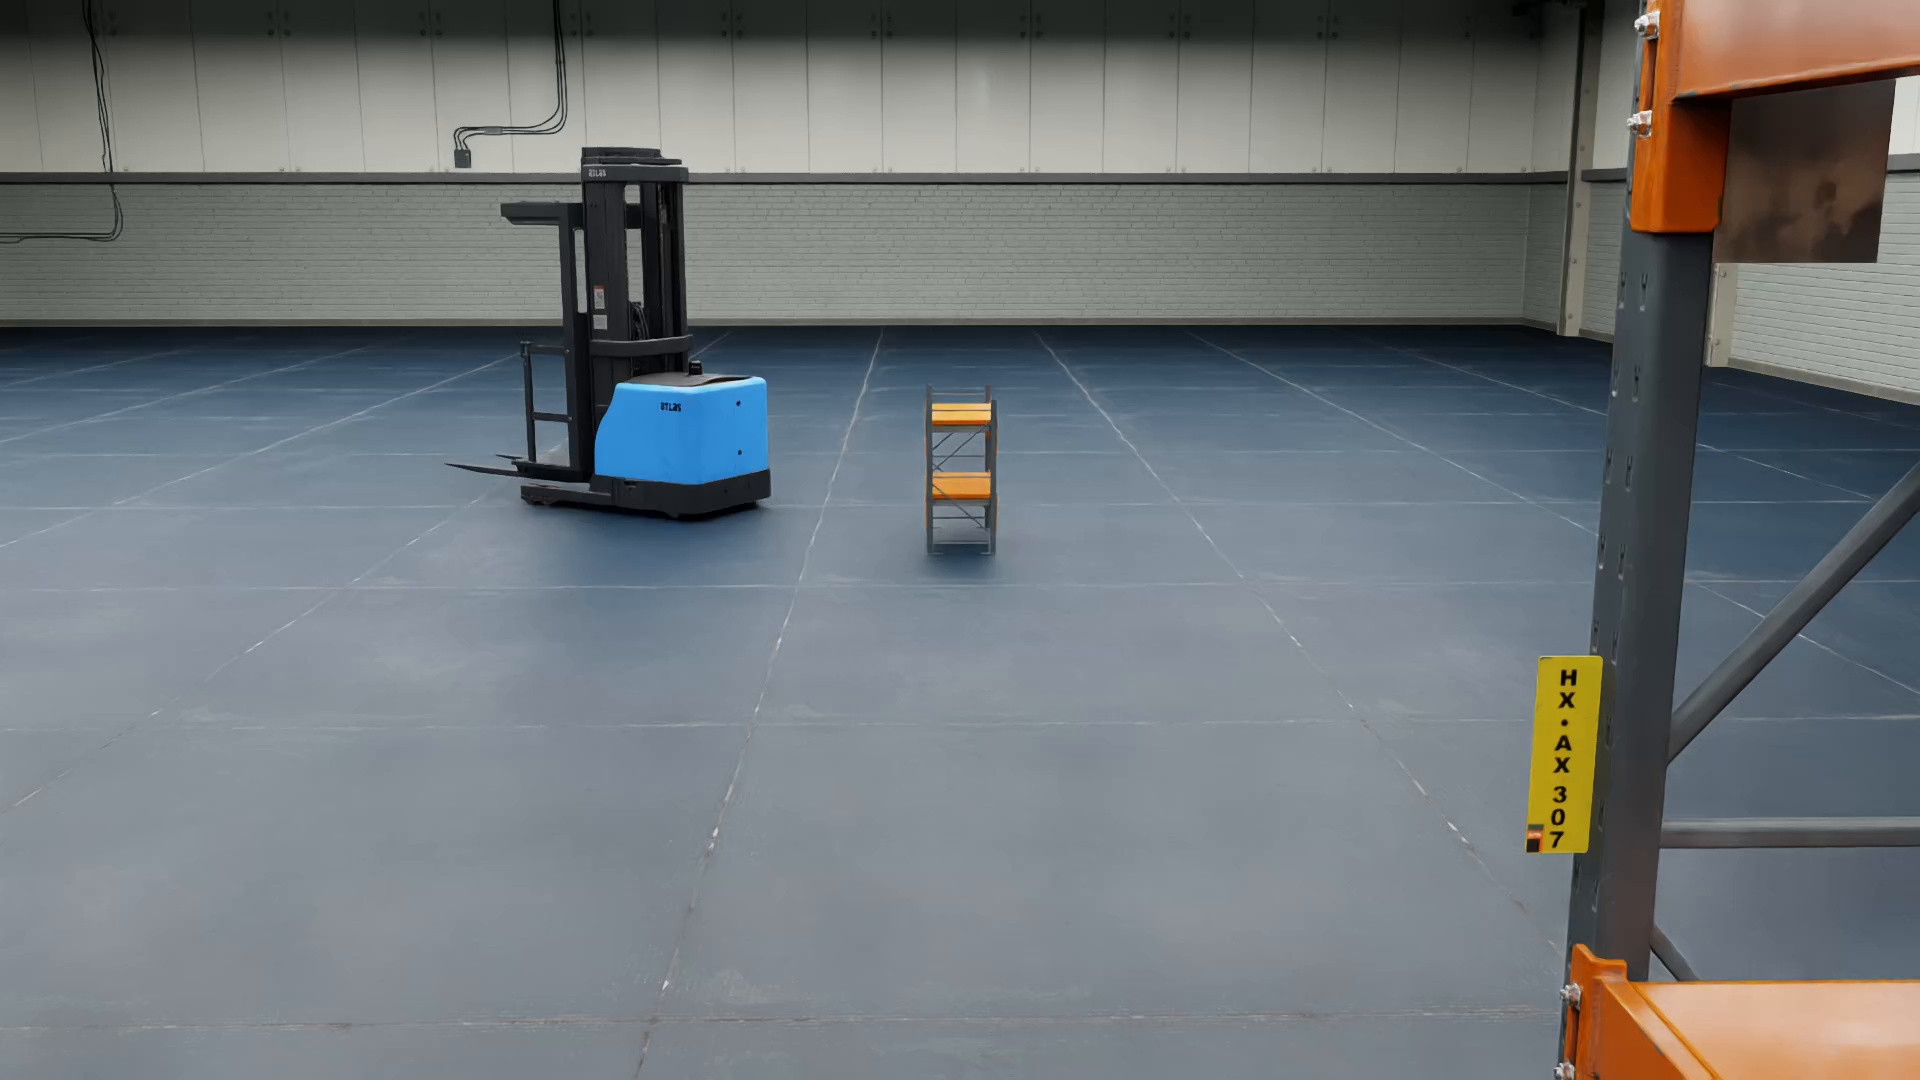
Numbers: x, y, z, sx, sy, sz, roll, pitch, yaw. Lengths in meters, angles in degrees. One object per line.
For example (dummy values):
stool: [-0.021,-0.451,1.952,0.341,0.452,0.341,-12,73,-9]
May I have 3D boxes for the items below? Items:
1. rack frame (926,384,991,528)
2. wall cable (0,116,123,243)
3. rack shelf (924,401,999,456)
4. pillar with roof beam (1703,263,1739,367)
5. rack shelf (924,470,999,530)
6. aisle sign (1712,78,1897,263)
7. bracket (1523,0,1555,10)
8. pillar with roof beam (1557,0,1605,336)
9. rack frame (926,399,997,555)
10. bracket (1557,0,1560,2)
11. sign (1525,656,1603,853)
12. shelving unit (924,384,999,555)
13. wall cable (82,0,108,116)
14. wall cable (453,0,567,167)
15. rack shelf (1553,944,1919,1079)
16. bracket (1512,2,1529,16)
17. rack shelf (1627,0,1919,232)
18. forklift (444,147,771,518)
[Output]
rack frame: [-0.010,-0.651,12.939,0.500,1.125,0.032,0,11,-1]
wall cable: [-18.561,-7.273,33.584,3.097,2.526,0.112,0,11,-1]
rack shelf: [0.000,-0.837,12.382,0.538,0.278,1.000,0,11,-1]
pillar with roof beam: [7.491,-7.122,25.034,9.100,9.000,0.400,0,11,-1]
rack shelf: [0.000,-0.310,12.489,0.538,0.278,1.000,0,11,-1]
aisle sign: [1.212,-0.811,2.475,0.394,0.787,0.004,0,11,-1]
bracket: [11.270,-10.532,32.785,0.076,0.066,3.189,0,11,-1]
pillar with roof beam: [7.367,-8.315,30.913,9.100,9.000,0.548,0,11,-1]
rack frame: [0.011,-0.449,11.943,0.500,1.125,0.032,0,11,-1]
bracket: [11.307,-10.178,31.041,0.235,0.232,0.430,0,11,-1]
sign: [0.956,0.342,2.635,0.100,0.325,0.005,0,11,-1]
shelving unit: [0.000,-0.550,12.441,0.538,1.125,1.048,0,11,-1]
wall cable: [-15.857,-9.759,33.137,3.097,2.526,0.112,0,11,-1]
wall cable: [-9.070,-10.497,33.114,2.305,6.003,0.169,0,11,-1]
rack shelf: [1.548,1.226,0.781,1.077,0.370,4.000,0,11,-1]
bracket: [11.258,-10.649,33.363,0.235,0.232,0.430,0,11,-1]
rack shelf: [1.548,-0.244,0.483,1.077,0.370,4.000,0,11,-1]
forklift: [-3.124,-1.804,14.081,3.031,2.935,1.130,7,13,30]
